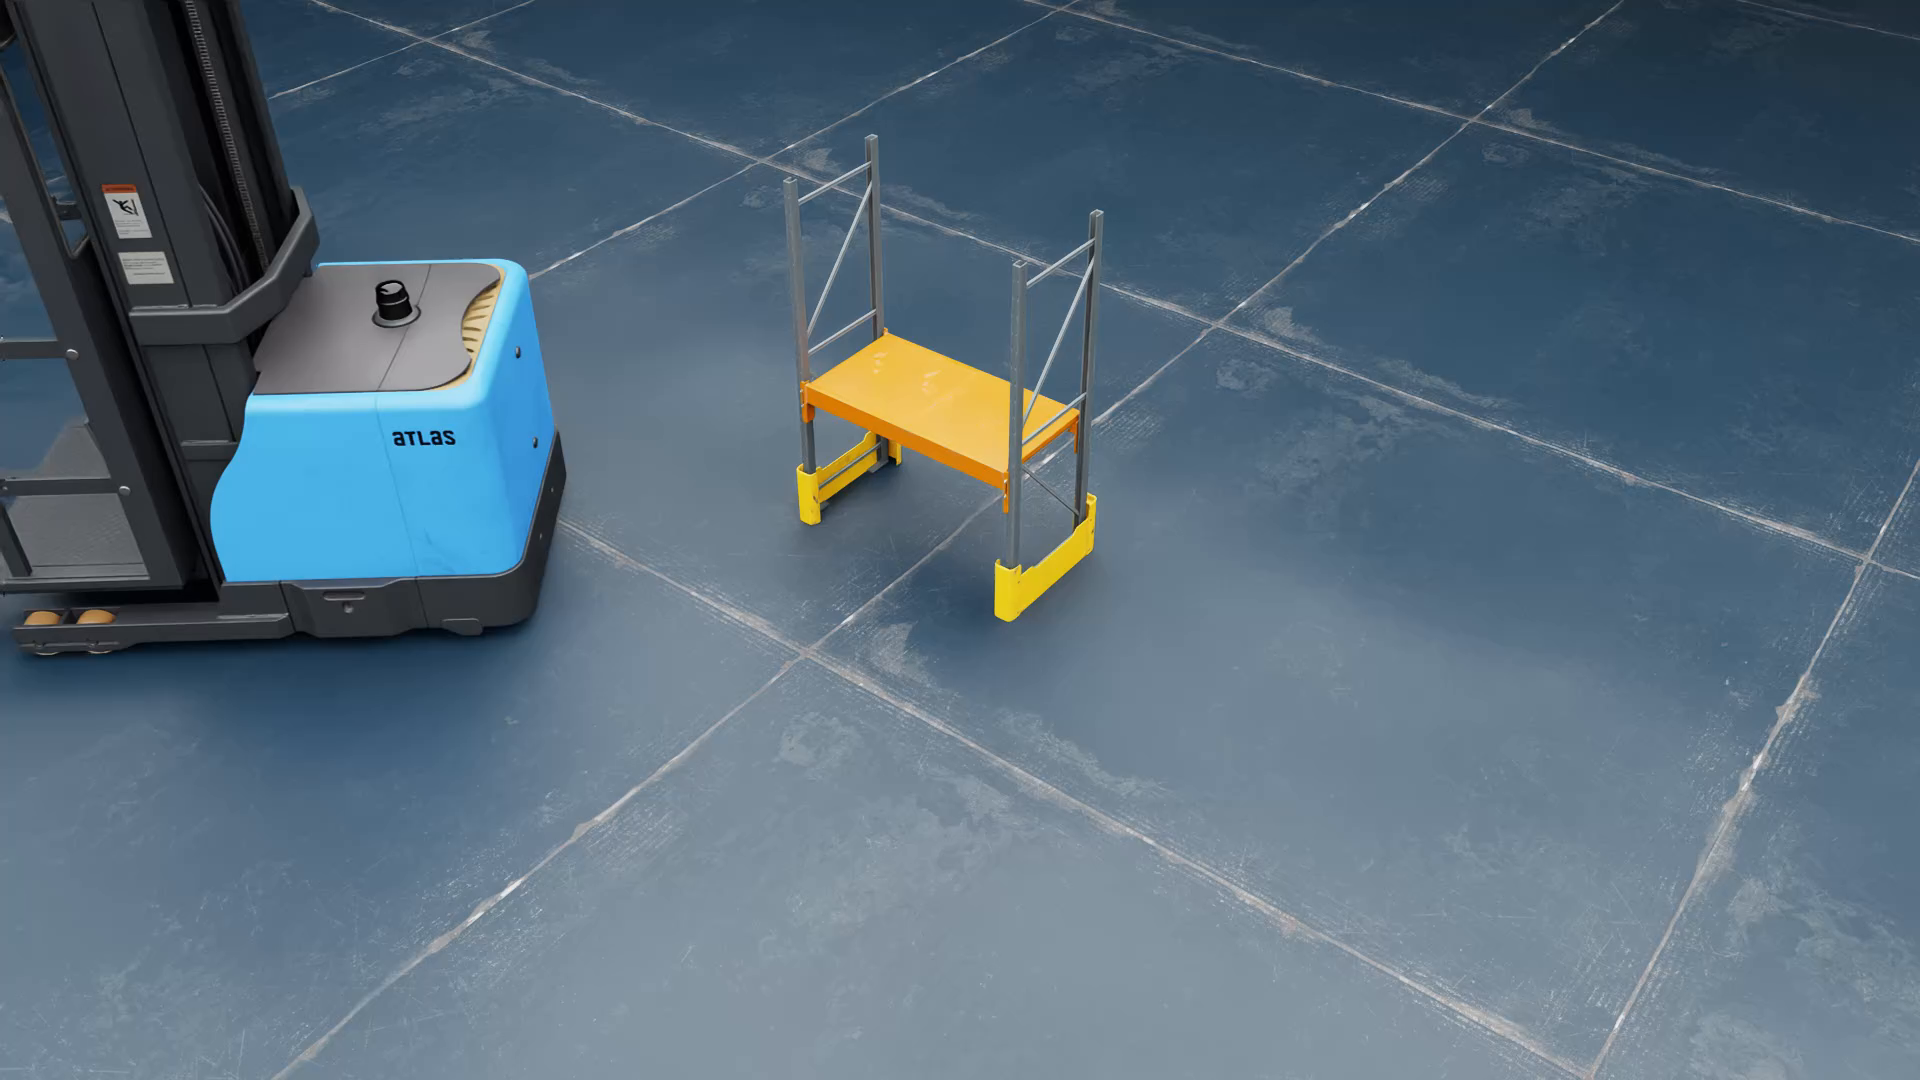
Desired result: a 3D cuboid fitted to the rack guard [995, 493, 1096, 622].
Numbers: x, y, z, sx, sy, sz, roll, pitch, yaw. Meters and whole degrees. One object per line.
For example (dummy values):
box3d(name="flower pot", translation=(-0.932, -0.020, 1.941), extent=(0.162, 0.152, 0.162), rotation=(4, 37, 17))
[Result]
box3d(name="rack guard", translation=(0.335, 0.060, 6.471), extent=(0.087, 0.250, 0.587), rotation=(25, 45, 29))

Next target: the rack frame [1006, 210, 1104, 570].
box3d(name="rack frame", translation=(0.336, -0.432, 6.085), extent=(0.032, 1.500, 0.500), rotation=(25, 45, 29))

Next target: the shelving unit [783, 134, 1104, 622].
box3d(name="shelving unit", translation=(-0.061, -0.619, 6.324), extent=(1.083, 1.500, 0.587), rotation=(25, 45, 29))

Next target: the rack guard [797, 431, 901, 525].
box3d(name="rack guard", translation=(-0.456, -0.313, 6.948), extent=(0.087, 0.250, 0.587), rotation=(25, 45, 29))

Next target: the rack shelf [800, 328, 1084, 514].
box3d(name="rack shelf", translation=(-0.068, -0.481, 6.439), extent=(1.000, 0.185, 0.538), rotation=(25, 45, 29))

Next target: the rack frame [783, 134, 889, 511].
box3d(name="rack frame", translation=(-0.472, -0.813, 6.572), extent=(0.032, 1.500, 0.500), rotation=(25, 45, 29))

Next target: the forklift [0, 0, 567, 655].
box3d(name="forklift", translation=(-3.143, -1.059, 5.725), extent=(3.031, 2.935, 1.130), rotation=(-2, 38, -2))
